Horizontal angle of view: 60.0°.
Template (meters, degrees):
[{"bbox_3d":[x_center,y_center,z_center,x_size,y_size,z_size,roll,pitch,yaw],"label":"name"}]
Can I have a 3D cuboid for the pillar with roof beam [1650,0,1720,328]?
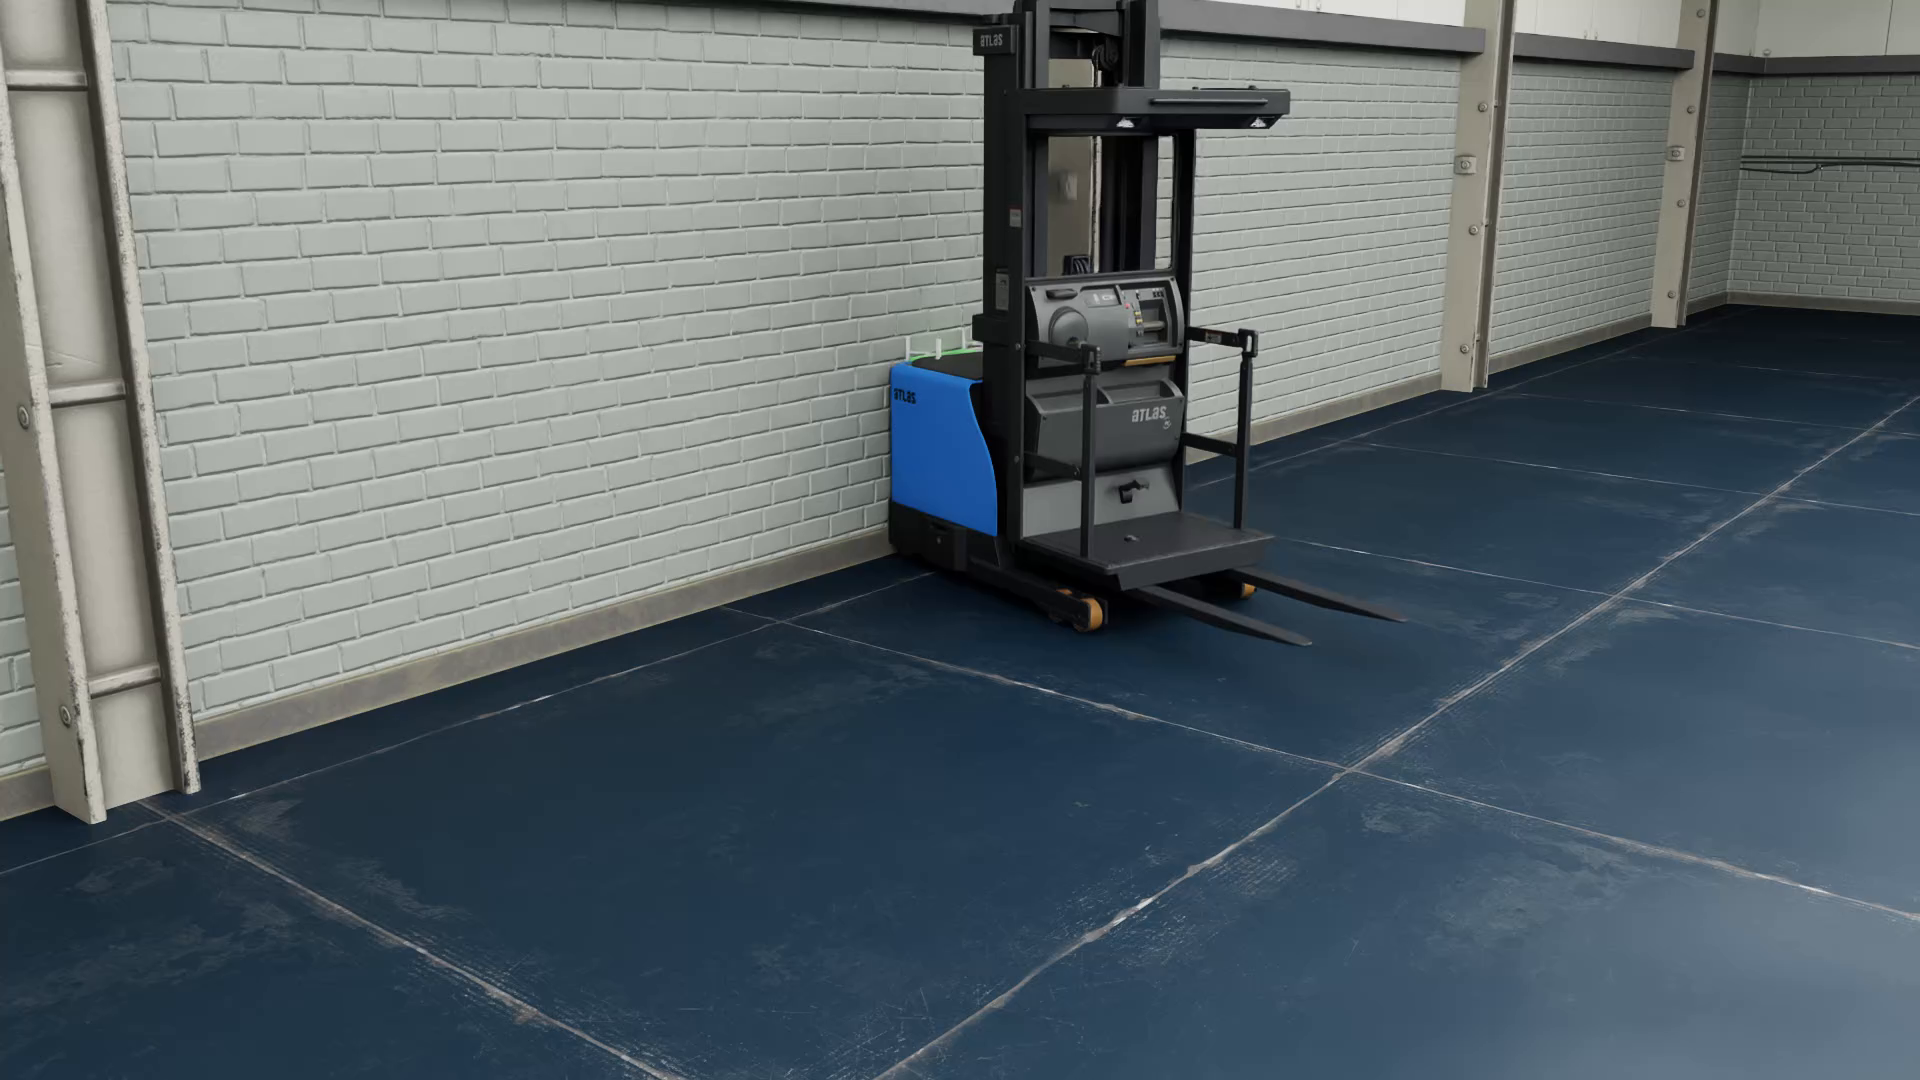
[{"bbox_3d":[11.661,-6.220,15.831,9.100,9.000,0.400,11,18,38],"label":"pillar with roof beam"}]

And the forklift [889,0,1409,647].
[{"bbox_3d":[0.854,-1.116,8.061,1.130,2.935,3.031,-10,17,-33],"label":"forklift"}]

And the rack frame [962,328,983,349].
[{"bbox_3d":[0.116,-0.614,9.583,0.240,1.200,0.015,10,17,38],"label":"rack frame"}]

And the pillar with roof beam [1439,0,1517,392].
[{"bbox_3d":[7.890,-5.071,11.307,9.100,9.000,0.400,11,18,38],"label":"pillar with roof beam"}]

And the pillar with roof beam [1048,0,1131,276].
[{"bbox_3d":[4.119,-3.922,6.784,9.100,9.000,0.400,11,18,38],"label":"pillar with roof beam"}]

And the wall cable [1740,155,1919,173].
[{"bbox_3d":[11.193,-5.741,20.251,3.097,2.526,0.112,11,18,38],"label":"wall cable"}]

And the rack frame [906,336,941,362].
[{"bbox_3d":[-0.193,-0.521,9.217,0.240,1.200,0.015,10,17,38],"label":"rack frame"}]

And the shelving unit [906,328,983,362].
[{"bbox_3d":[-0.038,-0.568,9.400,0.258,1.200,0.503,10,17,38],"label":"shelving unit"}]

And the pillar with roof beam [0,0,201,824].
[{"bbox_3d":[0.348,-2.773,2.261,9.100,9.000,0.400,11,18,38],"label":"pillar with roof beam"}]

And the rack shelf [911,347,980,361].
[{"bbox_3d":[-0.044,-0.972,9.302,0.258,0.148,0.480,10,17,38],"label":"rack shelf"}]
